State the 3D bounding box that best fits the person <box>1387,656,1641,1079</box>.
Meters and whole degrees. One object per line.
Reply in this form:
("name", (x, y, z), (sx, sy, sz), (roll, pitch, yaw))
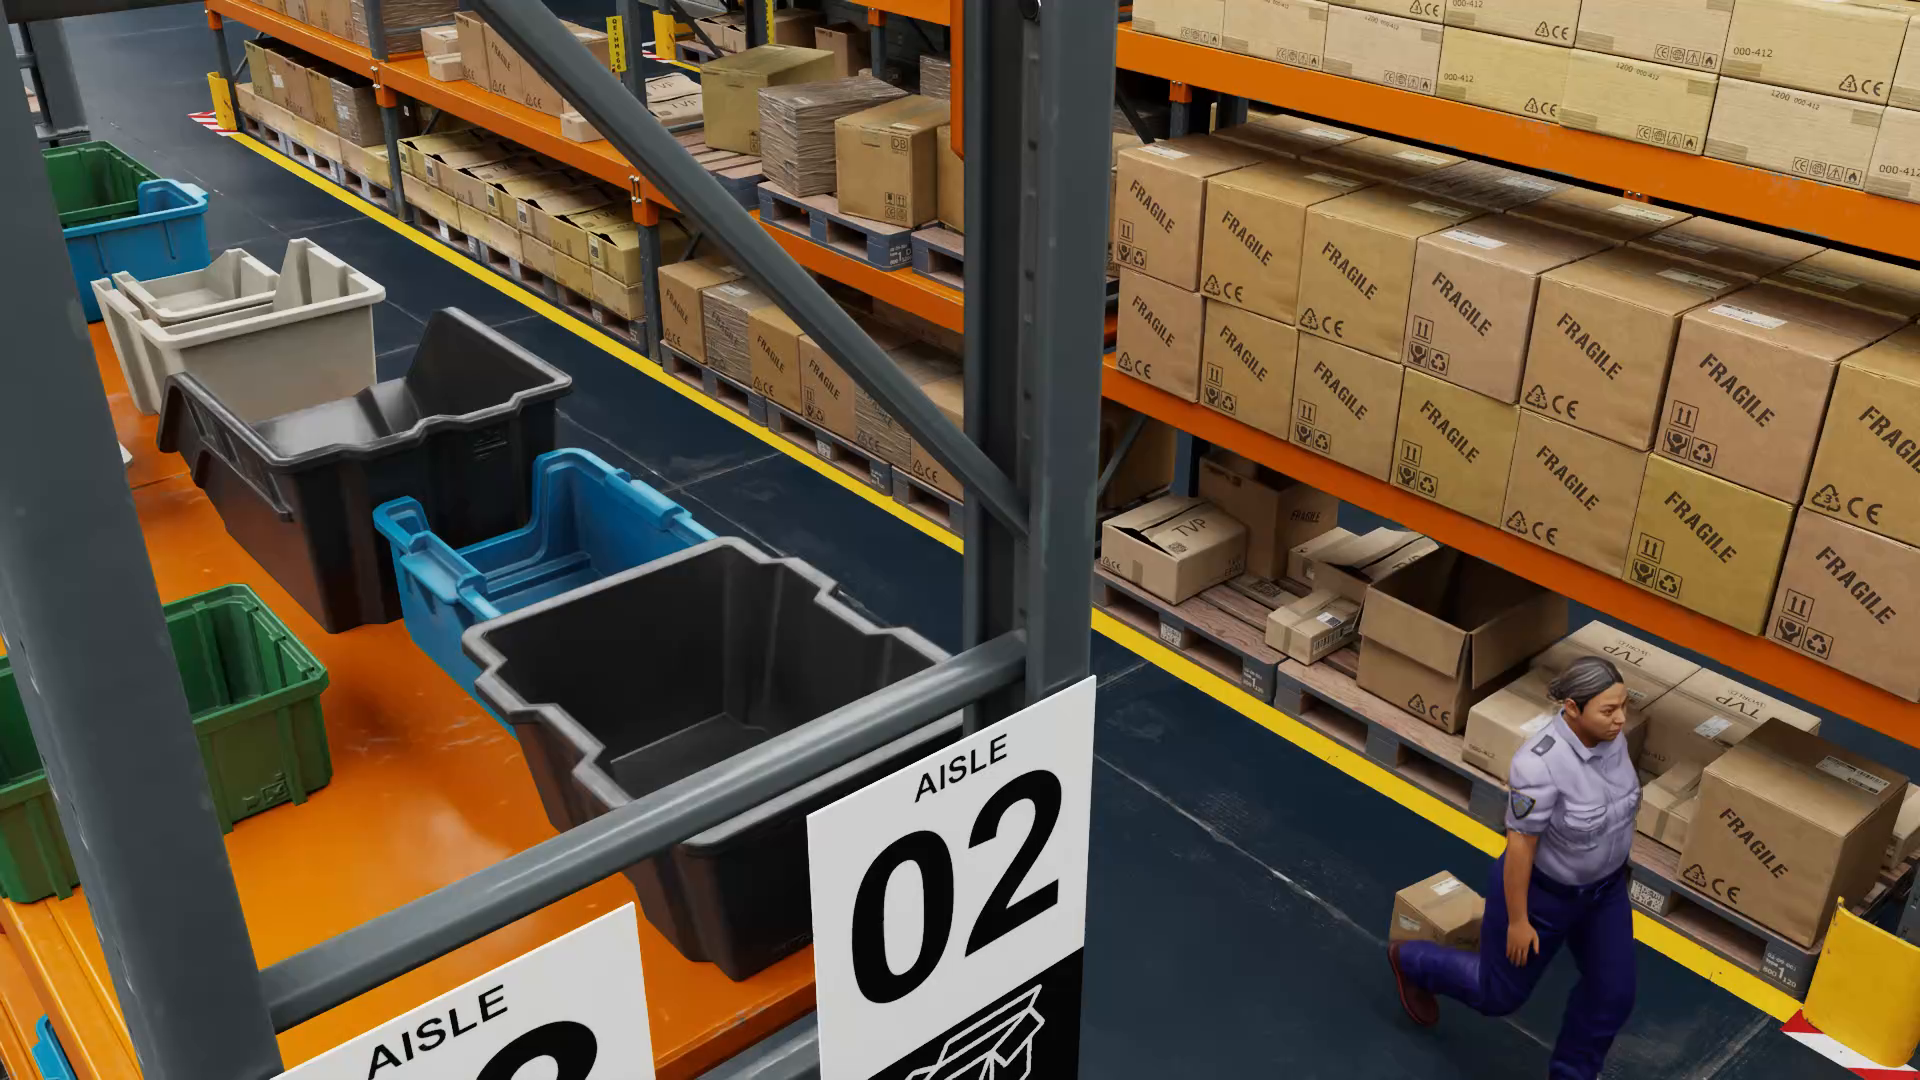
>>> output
("person", (1.808, 1.048, 5.170), (0.496, 1.601, 0.863), (-15, 32, -26))
